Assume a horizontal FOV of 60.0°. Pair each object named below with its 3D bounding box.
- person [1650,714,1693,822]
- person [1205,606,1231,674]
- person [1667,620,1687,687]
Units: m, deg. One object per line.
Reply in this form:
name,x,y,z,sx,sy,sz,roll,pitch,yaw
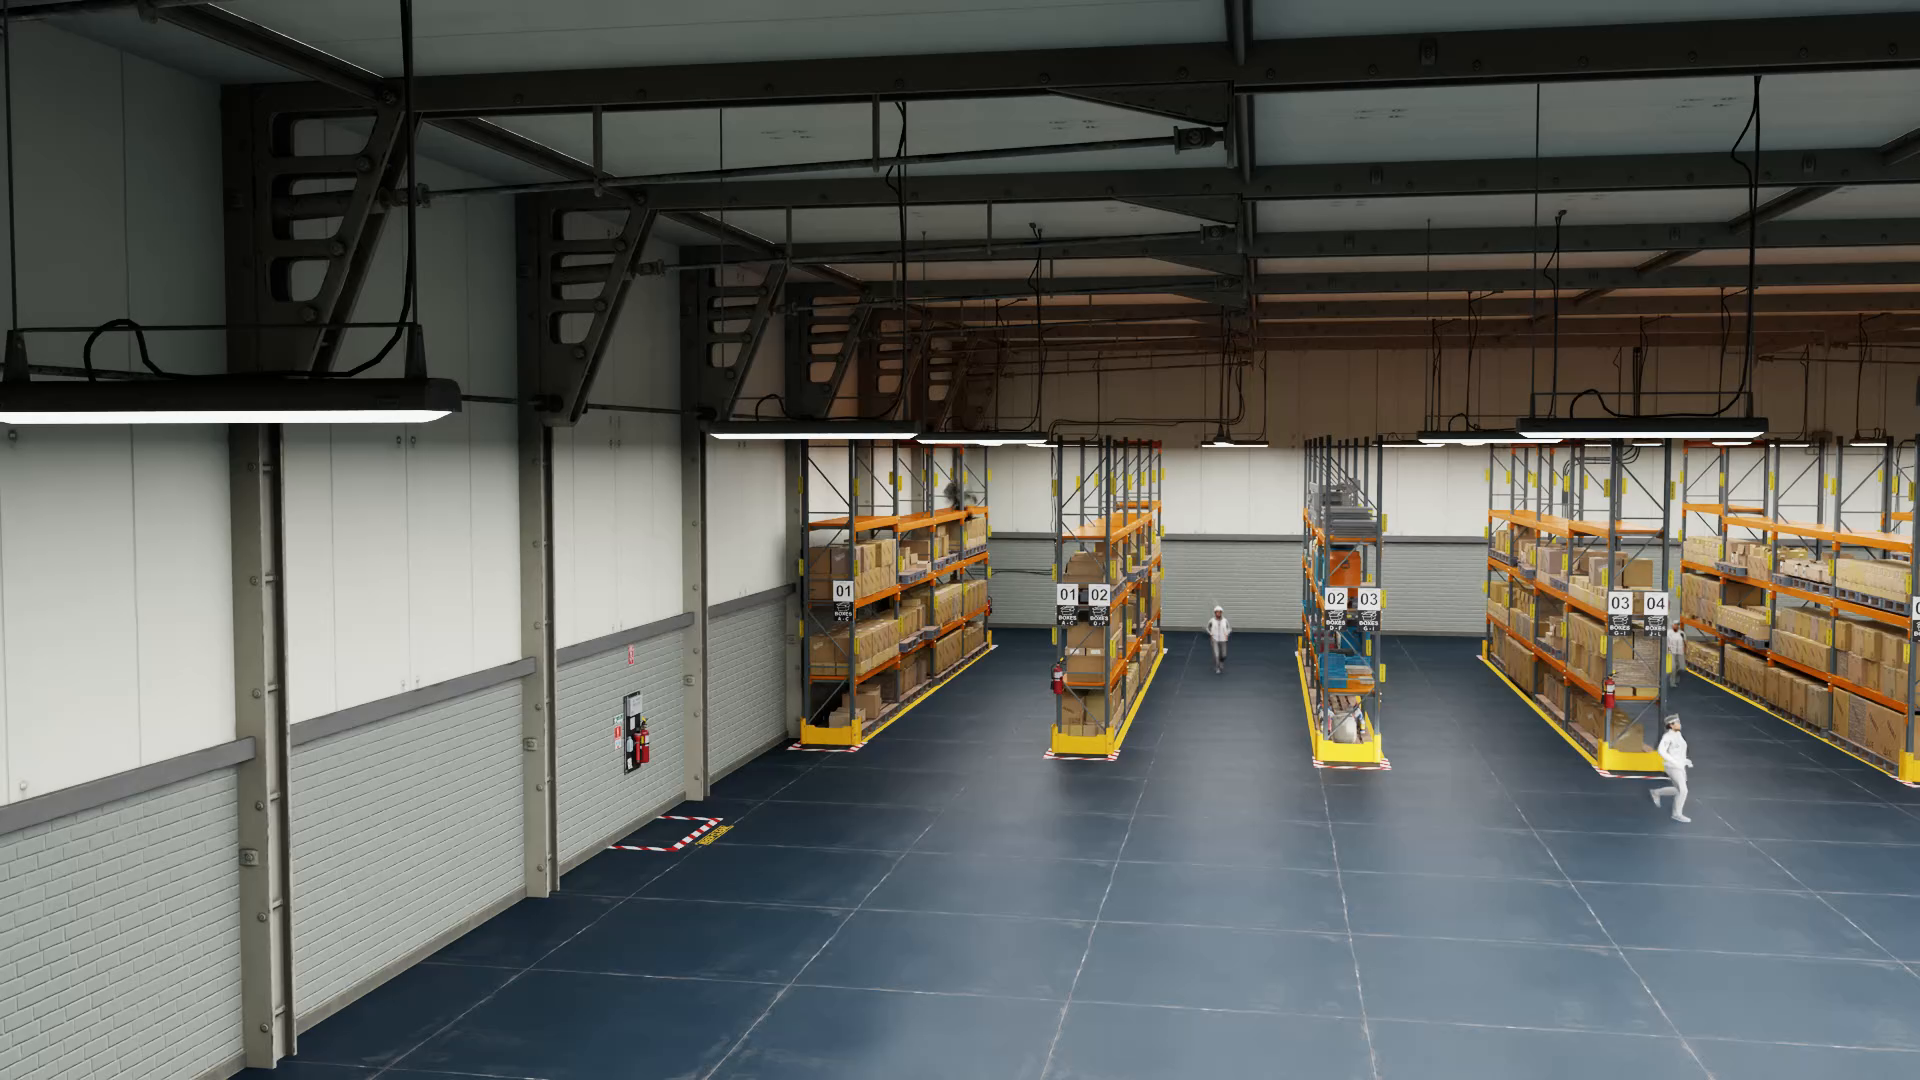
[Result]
person,11.014,3.510,25.769,0.616,1.668,0.618,3,4,41
person,6.609,2.560,42.543,0.656,1.722,0.609,0,3,1
person,17.276,2.741,40.180,0.587,1.618,0.571,0,3,9
